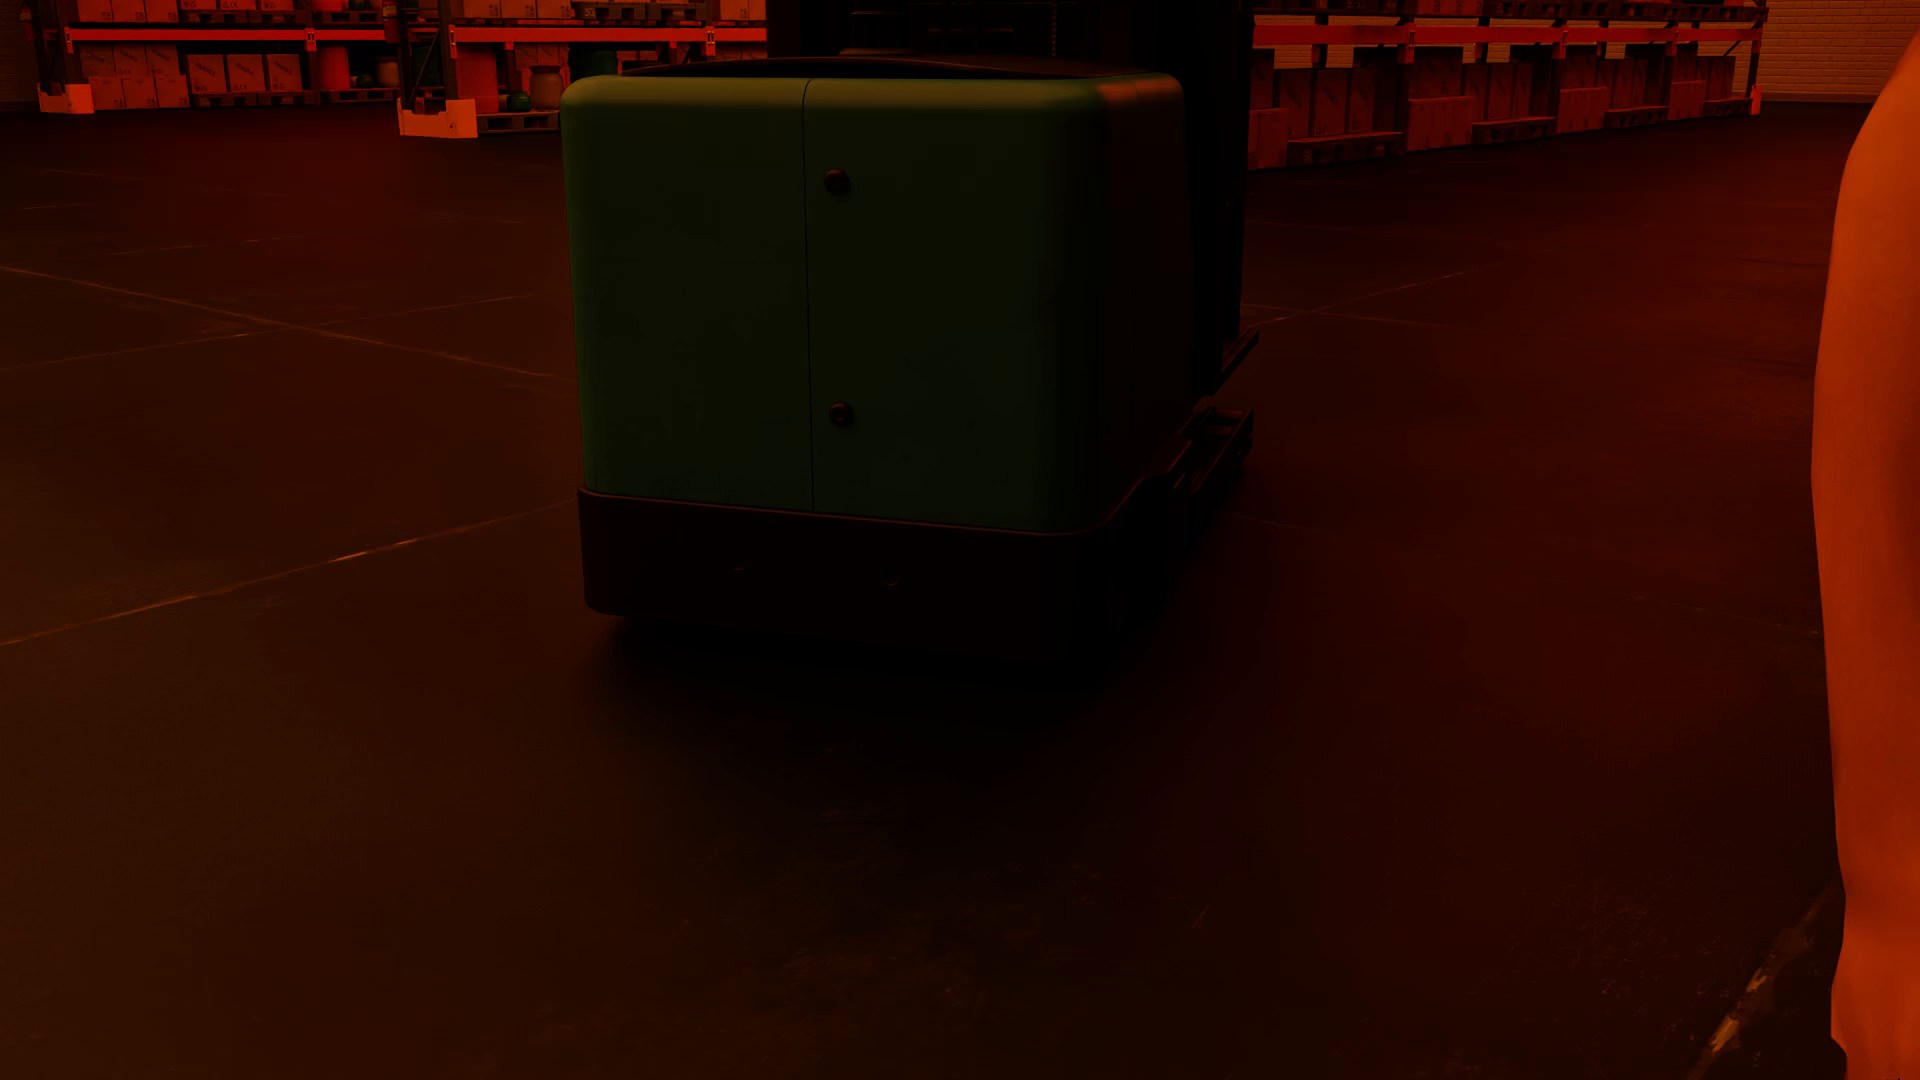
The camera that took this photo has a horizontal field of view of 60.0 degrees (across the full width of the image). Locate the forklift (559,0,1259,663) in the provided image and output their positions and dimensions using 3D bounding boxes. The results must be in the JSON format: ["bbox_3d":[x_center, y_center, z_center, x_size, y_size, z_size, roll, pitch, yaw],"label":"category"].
[{"bbox_3d":[0.182,-1.571,4.072,1.130,2.935,3.031,5,18,17],"label":"forklift"}]
